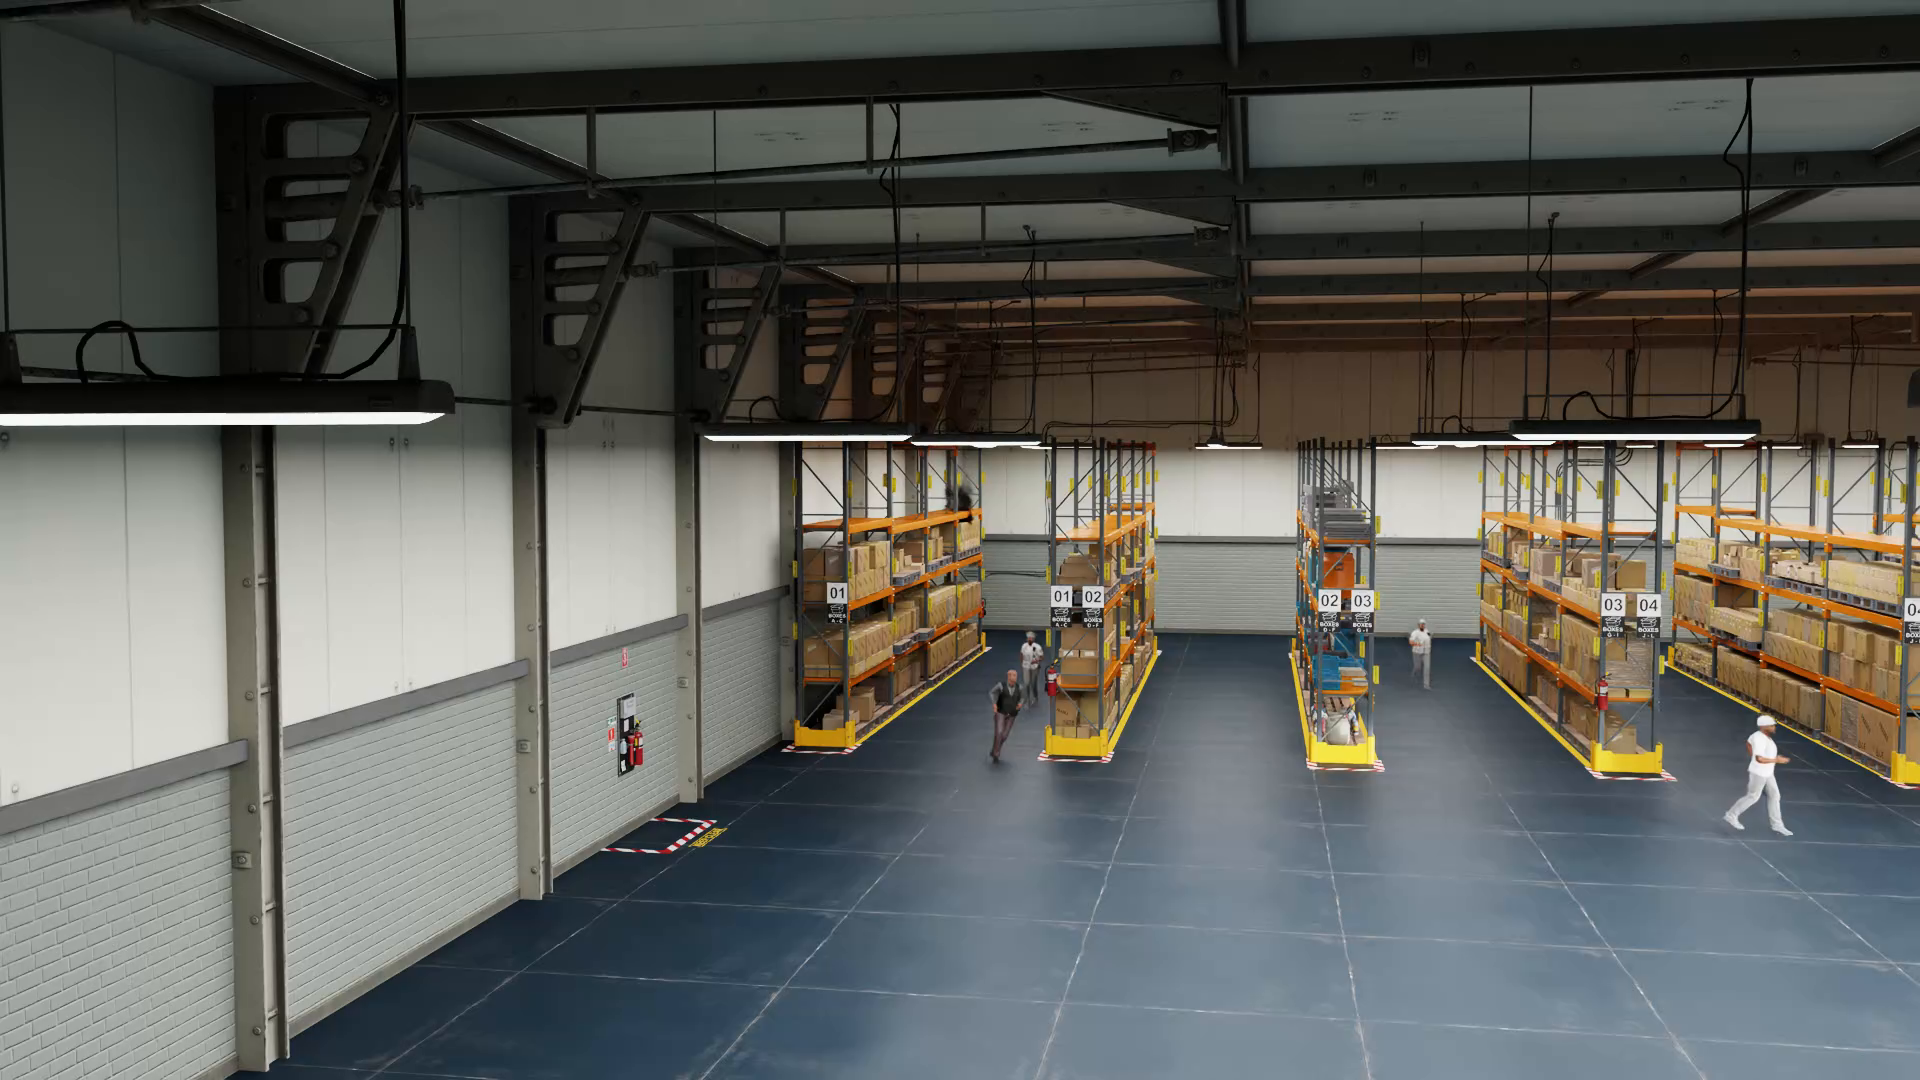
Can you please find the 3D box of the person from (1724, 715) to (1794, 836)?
[{"bbox_3d":[11.964,3.505,24.879,0.935,1.781,0.654,2,4,38],"label":"person"}]

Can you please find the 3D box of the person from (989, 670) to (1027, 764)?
[{"bbox_3d":[0.890,3.267,30.926,0.761,1.705,0.813,-1,3,-16],"label":"person"}]

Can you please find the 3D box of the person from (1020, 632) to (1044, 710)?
[{"bbox_3d":[1.605,2.900,37.306,0.579,1.714,0.882,1,3,11],"label":"person"}]

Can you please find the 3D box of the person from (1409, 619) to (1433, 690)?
[{"bbox_3d":[11.176,2.758,40.286,0.609,1.657,0.921,0,3,-3],"label":"person"}]
